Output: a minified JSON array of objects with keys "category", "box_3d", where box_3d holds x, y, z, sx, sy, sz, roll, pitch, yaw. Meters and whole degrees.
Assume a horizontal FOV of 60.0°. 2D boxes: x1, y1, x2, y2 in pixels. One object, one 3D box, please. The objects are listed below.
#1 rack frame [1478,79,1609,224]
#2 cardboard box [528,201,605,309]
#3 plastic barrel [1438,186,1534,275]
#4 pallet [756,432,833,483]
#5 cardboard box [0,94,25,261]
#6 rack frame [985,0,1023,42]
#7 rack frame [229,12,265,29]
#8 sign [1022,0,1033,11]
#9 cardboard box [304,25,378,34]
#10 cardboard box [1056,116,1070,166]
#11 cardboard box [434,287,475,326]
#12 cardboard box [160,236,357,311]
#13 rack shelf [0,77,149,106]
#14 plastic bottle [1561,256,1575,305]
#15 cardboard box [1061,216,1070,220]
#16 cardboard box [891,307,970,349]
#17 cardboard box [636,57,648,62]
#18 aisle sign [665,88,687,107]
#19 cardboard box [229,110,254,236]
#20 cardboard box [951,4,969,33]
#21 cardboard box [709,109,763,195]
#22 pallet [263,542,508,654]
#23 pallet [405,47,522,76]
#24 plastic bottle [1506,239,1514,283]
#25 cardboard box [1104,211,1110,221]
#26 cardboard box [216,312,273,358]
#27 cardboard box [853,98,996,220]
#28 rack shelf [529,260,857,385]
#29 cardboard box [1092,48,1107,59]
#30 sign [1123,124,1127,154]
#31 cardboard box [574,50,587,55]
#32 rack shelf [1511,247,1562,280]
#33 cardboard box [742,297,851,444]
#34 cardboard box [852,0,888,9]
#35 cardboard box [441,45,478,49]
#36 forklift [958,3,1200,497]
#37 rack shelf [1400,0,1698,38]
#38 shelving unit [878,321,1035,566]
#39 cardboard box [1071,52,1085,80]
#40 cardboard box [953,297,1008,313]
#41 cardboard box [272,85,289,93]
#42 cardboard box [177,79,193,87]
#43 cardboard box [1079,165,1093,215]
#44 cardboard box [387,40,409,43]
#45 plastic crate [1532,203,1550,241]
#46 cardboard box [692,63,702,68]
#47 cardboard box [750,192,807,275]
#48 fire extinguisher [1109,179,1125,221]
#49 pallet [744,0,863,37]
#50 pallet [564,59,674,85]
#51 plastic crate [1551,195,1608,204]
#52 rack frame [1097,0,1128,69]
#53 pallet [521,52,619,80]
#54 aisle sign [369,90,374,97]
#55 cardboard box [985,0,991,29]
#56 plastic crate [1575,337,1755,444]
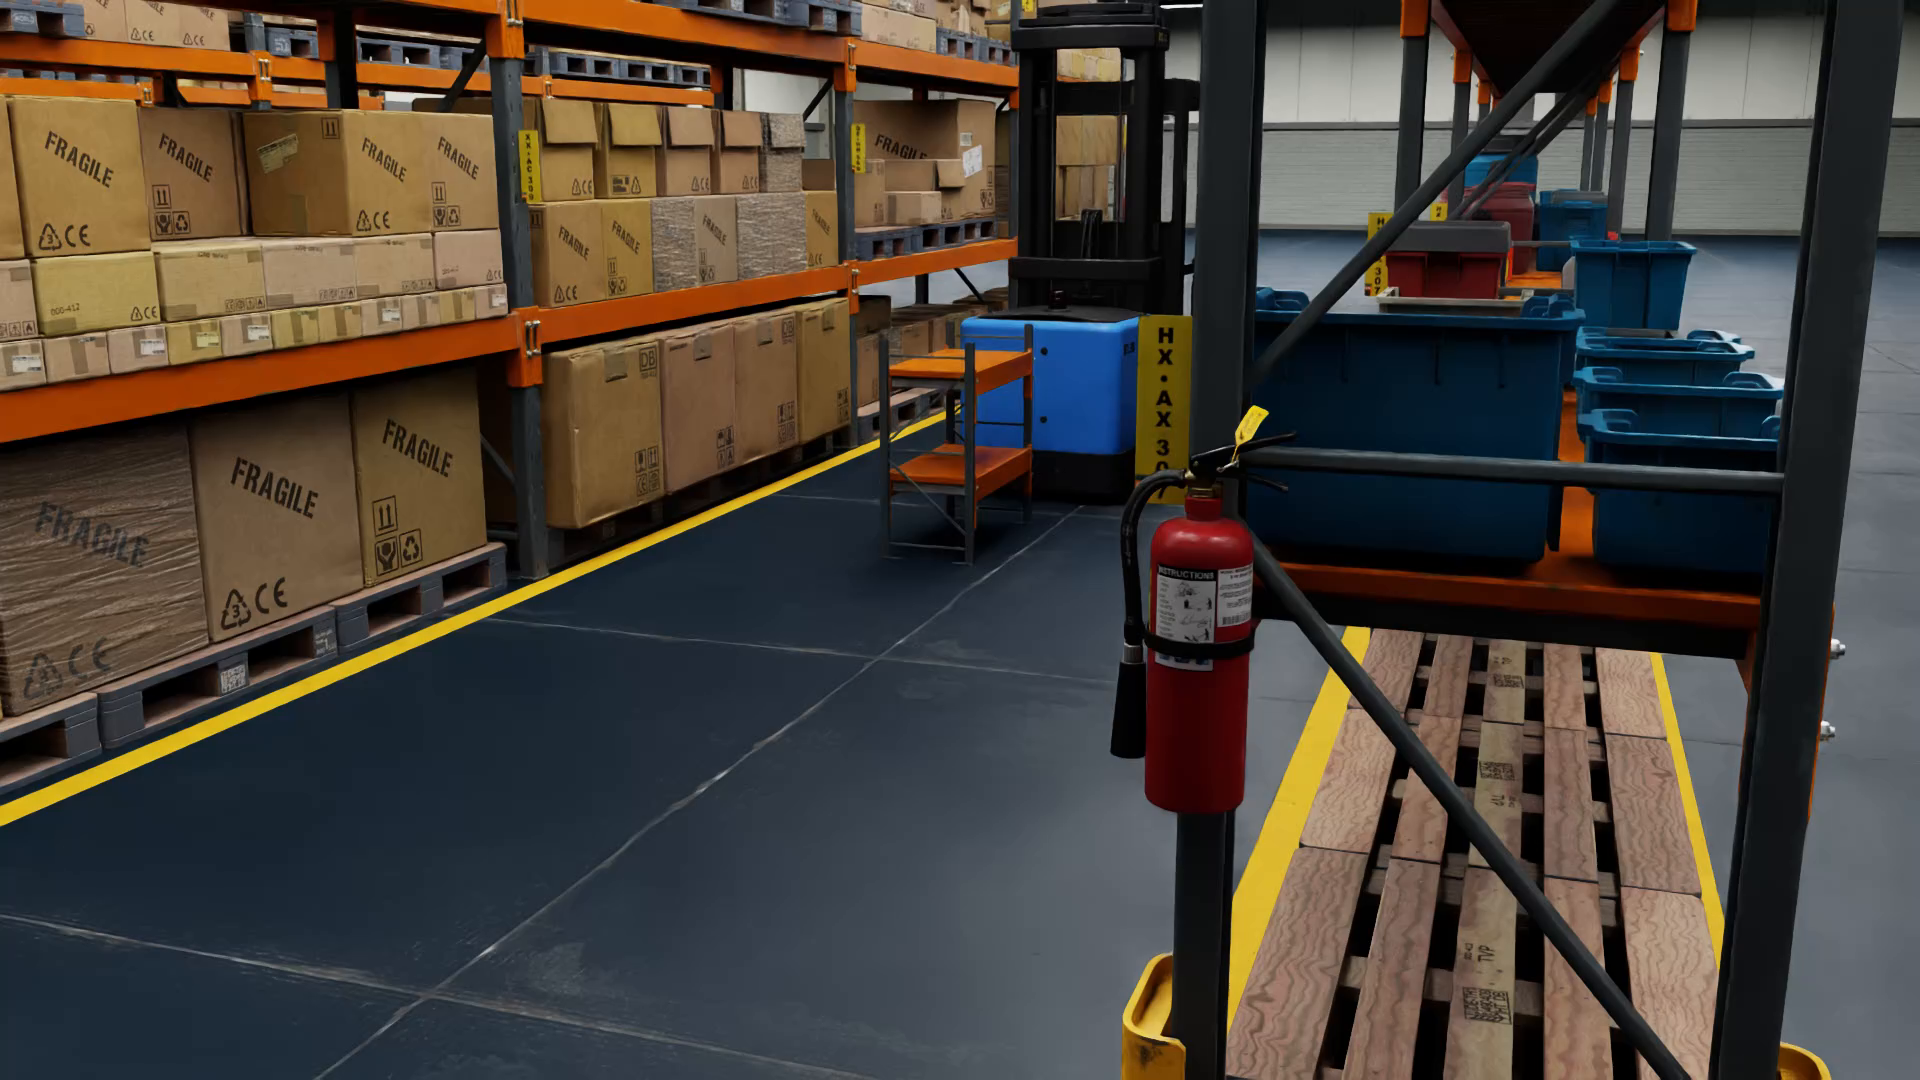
[{"category":"rack frame","box_3d":[4.761,-2.633,13.783,1.000,3.000,0.127,4,14,18]},{"category":"cardboard box","box_3d":[-2.129,-1.433,8.300,0.500,0.500,0.500,4,14,19]},{"category":"plastic barrel","box_3d":[3.330,-1.977,10.601,0.600,0.536,0.708,4,14,18]},{"category":"pallet","box_3d":[-1.546,-0.627,11.262,1.003,0.211,1.213,4,14,18]},{"category":"cardboard box","box_3d":[-3.236,-1.087,4.994,0.500,0.500,0.500,4,13,17]},{"category":"rack frame","box_3d":[0.074,-5.914,14.678,1.000,3.000,0.127,4,14,18]},{"category":"rack frame","box_3d":[-5.880,-5.451,12.645,1.000,3.000,0.127,4,14,18]},{"category":"sign","box_3d":[0.601,-4.857,14.738,0.100,0.325,0.005,4,14,18]},{"category":"cardboard box","box_3d":[-5.276,-4.411,13.999,0.500,0.250,0.500,5,14,20]},{"category":"cardboard box","box_3d":[0.783,-3.958,16.447,0.500,0.500,0.500,4,14,18]},{"category":"cardboard box","box_3d":[-2.386,-1.041,7.371,0.380,0.149,0.250,5,14,19]},{"category":"cardboard box","box_3d":[-2.739,-1.049,6.510,0.500,0.250,0.500,5,14,20]},{"category":"rack shelf","box_3d":[-9.950,-4.394,16.372,1.077,0.370,4.000,4,14,18]},{"category":"plastic bottle","box_3d":[2.838,-1.164,7.626,0.152,0.276,0.135,4,14,18]},{"category":"cardboard box","box_3d":[0.901,-3.207,16.864,0.380,0.149,0.250,4,14,18]},{"category":"cardboard box","box_3d":[-0.317,-1.759,14.581,0.700,0.500,0.500,4,14,18]},{"category":"cardboard box","box_3d":[-3.655,-5.334,18.271,0.380,0.149,0.250,5,14,19]},{"category":"aisle sign","box_3d":[-3.553,-5.514,20.564,0.394,0.787,0.004,4,14,18]},{"category":"cardboard box","box_3d":[-3.078,-1.557,7.052,0.500,0.500,0.500,4,14,18]},{"category":"cardboard box","box_3d":[-0.135,-4.386,14.081,0.396,0.266,0.258,5,14,20]},{"category":"cardboard box","box_3d":[-1.685,-2.395,10.263,0.797,0.503,0.637,5,14,20]},{"category":"pallet","box_3d":[-2.834,0.209,7.599,1.003,0.211,1.213,4,14,18]},{"category":"pallet","box_3d":[-4.836,-4.540,15.829,0.805,0.209,1.217,4,13,16]},{"category":"plastic bottle","box_3d":[3.165,-1.651,9.761,0.152,0.276,0.135,4,14,18]},{"category":"cardboard box","box_3d":[1.472,-3.634,18.735,0.380,0.149,0.250,4,14,18]},{"category":"cardboard box","box_3d":[-2.802,-0.771,6.189,0.380,0.149,0.250,5,14,19]},{"category":"cardboard box","box_3d":[-0.315,-3.330,14.543,1.000,1.000,1.000,4,14,19]},{"category":"rack shelf","box_3d":[-1.867,-1.376,9.890,1.077,0.370,4.000,4,14,18]},{"category":"cardboard box","box_3d":[1.335,-5.168,17.590,0.380,0.149,0.250,4,14,19]},{"category":"sign","box_3d":[1.887,-4.506,18.678,0.100,0.325,0.005,4,14,18]},{"category":"cardboard box","box_3d":[-4.065,-5.068,17.107,0.380,0.149,0.250,4,14,19]},{"category":"rack shelf","box_3d":[4.114,-1.861,12.018,1.077,0.370,4.000,4,14,18]},{"category":"cardboard box","box_3d":[-1.463,-1.172,11.215,1.225,0.875,0.875,4,13,16]},{"category":"cardboard box","box_3d":[-0.824,-3.983,11.607,0.500,0.500,0.500,4,14,19]},{"category":"cardboard box","box_3d":[-4.663,-4.850,15.926,0.500,0.250,0.500,5,14,19]},{"category":"forklift","box_3d":[1.022,-1.975,11.053,1.130,2.935,3.031,5,14,22]},{"category":"rack shelf","box_3d":[1.525,-1.639,4.304,1.077,0.370,4.000,4,14,18]},{"category":"shelving unit","box_3d":[-0.002,-0.547,8.857,0.538,1.125,1.048,4,14,18]},{"category":"cardboard box","box_3d":[0.962,-4.782,16.796,0.500,0.250,0.500,4,13,17]},{"category":"cardboard box","box_3d":[0.242,-2.057,15.933,0.500,0.500,0.500,4,13,17]},{"category":"cardboard box","box_3d":[-8.314,-5.463,20.007,0.380,0.149,0.250,4,14,18]},{"category":"cardboard box","box_3d":[-8.830,-5.142,18.599,0.380,0.149,0.250,4,14,18]},{"category":"cardboard box","box_3d":[0.914,-3.696,17.545,0.875,0.500,0.500,4,14,18]},{"category":"cardboard box","box_3d":[-5.286,-4.685,15.429,0.380,0.149,0.250,4,14,18]},{"category":"plastic crate","box_3d":[5.051,-2.704,14.232,0.767,0.338,0.504,4,14,18]},{"category":"cardboard box","box_3d":[-3.244,-5.602,19.446,0.380,0.149,0.250,5,14,19]},{"category":"cardboard box","box_3d":[-1.312,-1.970,10.653,0.500,0.500,0.500,4,14,18]},{"category":"fire extinguisher","box_3d":[1.842,-3.785,19.004,0.296,0.674,0.183,4,14,18]},{"category":"pallet","box_3d":[-1.378,-3.378,10.732,1.213,0.211,1.003,5,14,21]},{"category":"pallet","box_3d":[-3.915,-5.215,18.552,1.003,0.211,1.213,4,14,18]},{"category":"plastic crate","box_3d":[4.279,-2.140,11.480,0.402,0.464,0.583,4,14,18]},{"category":"rack frame","box_3d":[1.369,-6.757,18.368,1.000,3.000,0.127,4,14,18]},{"category":"pallet","box_3d":[-4.312,-4.959,17.430,1.003,0.211,1.213,4,14,18]},{"category":"aisle sign","box_3d":[-7.714,-5.805,21.838,0.394,0.787,0.004,4,14,18]},{"category":"cardboard box","box_3d":[-0.021,-5.003,15.407,0.500,0.500,0.500,4,13,17]},{"category":"plastic crate","box_3d":[1.696,-0.359,4.063,0.416,0.233,0.300,4,14,18]}]
